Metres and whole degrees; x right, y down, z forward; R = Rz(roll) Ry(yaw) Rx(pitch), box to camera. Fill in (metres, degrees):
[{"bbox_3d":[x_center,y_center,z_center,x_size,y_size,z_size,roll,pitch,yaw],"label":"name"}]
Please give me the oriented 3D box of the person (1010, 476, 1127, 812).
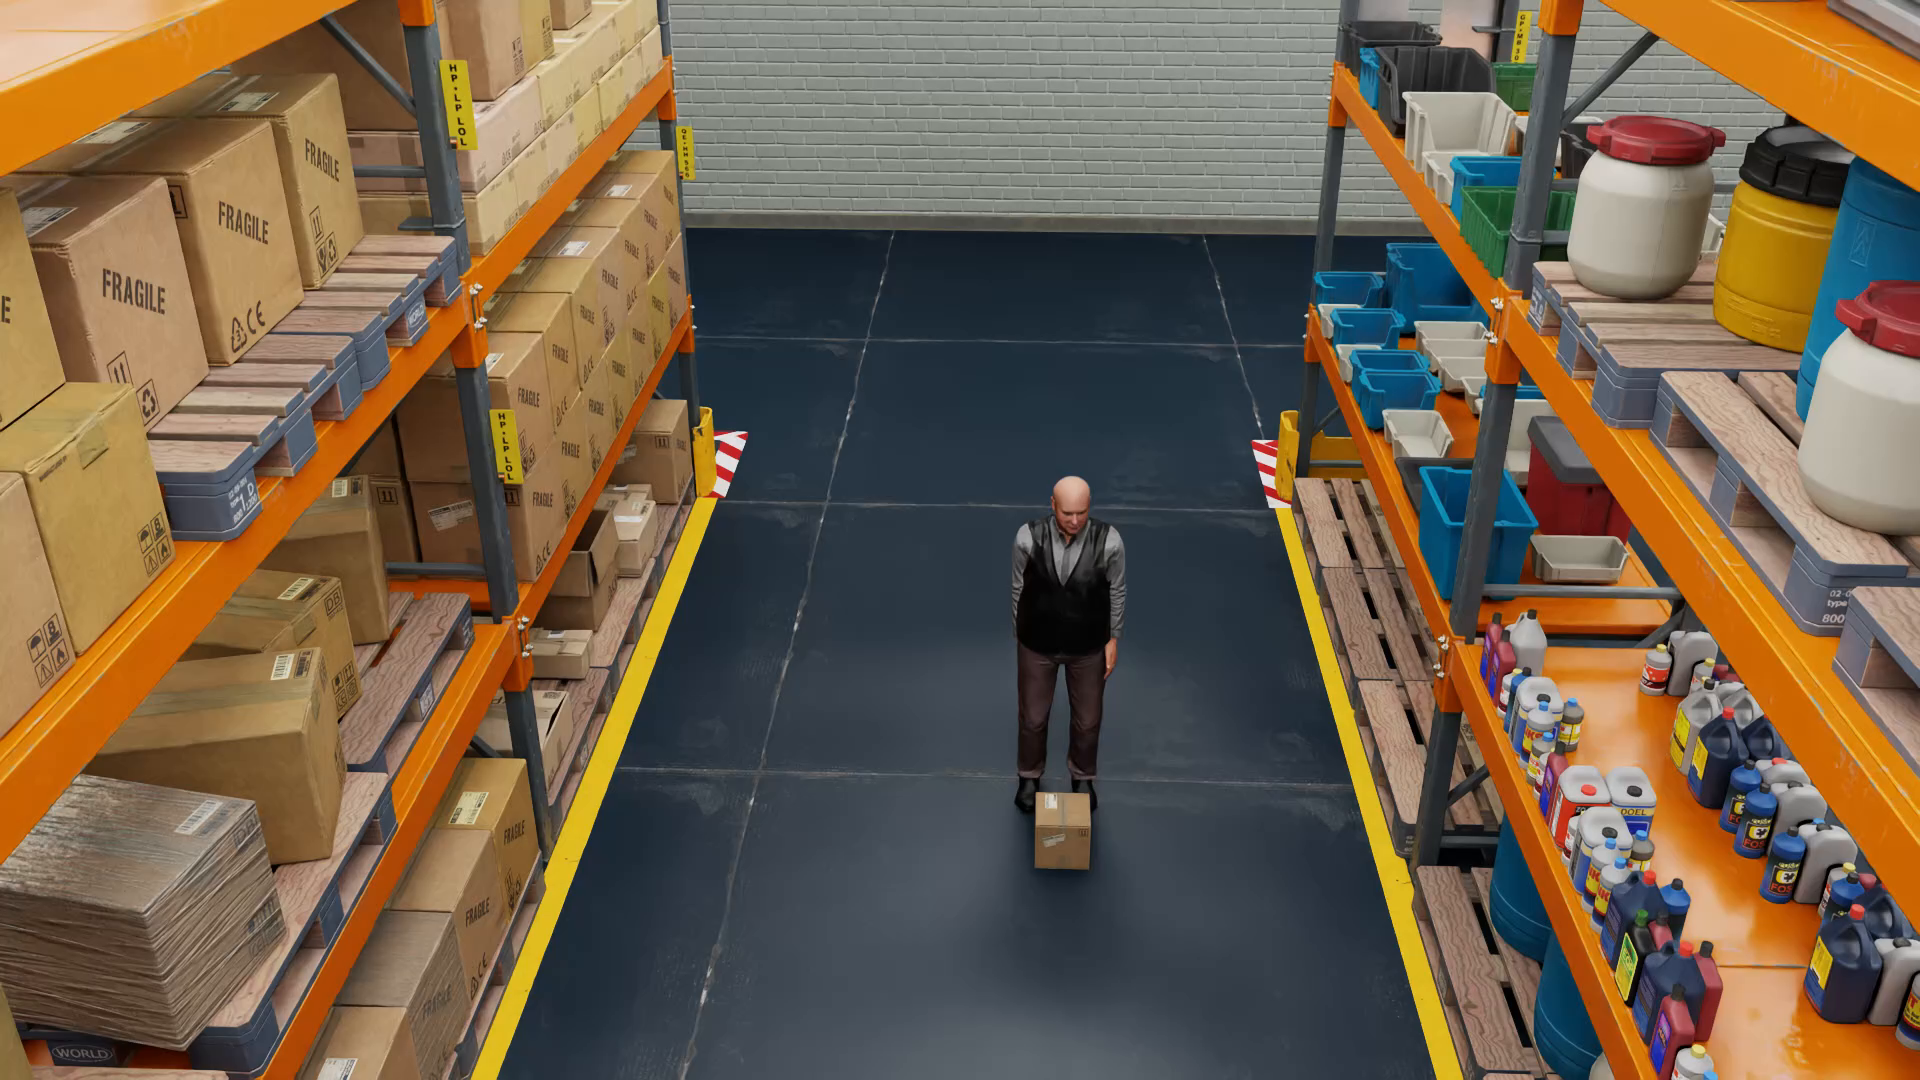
[{"bbox_3d":[0.497,0.486,7.743,0.534,1.717,0.356,2,28,3],"label":"person"}]
